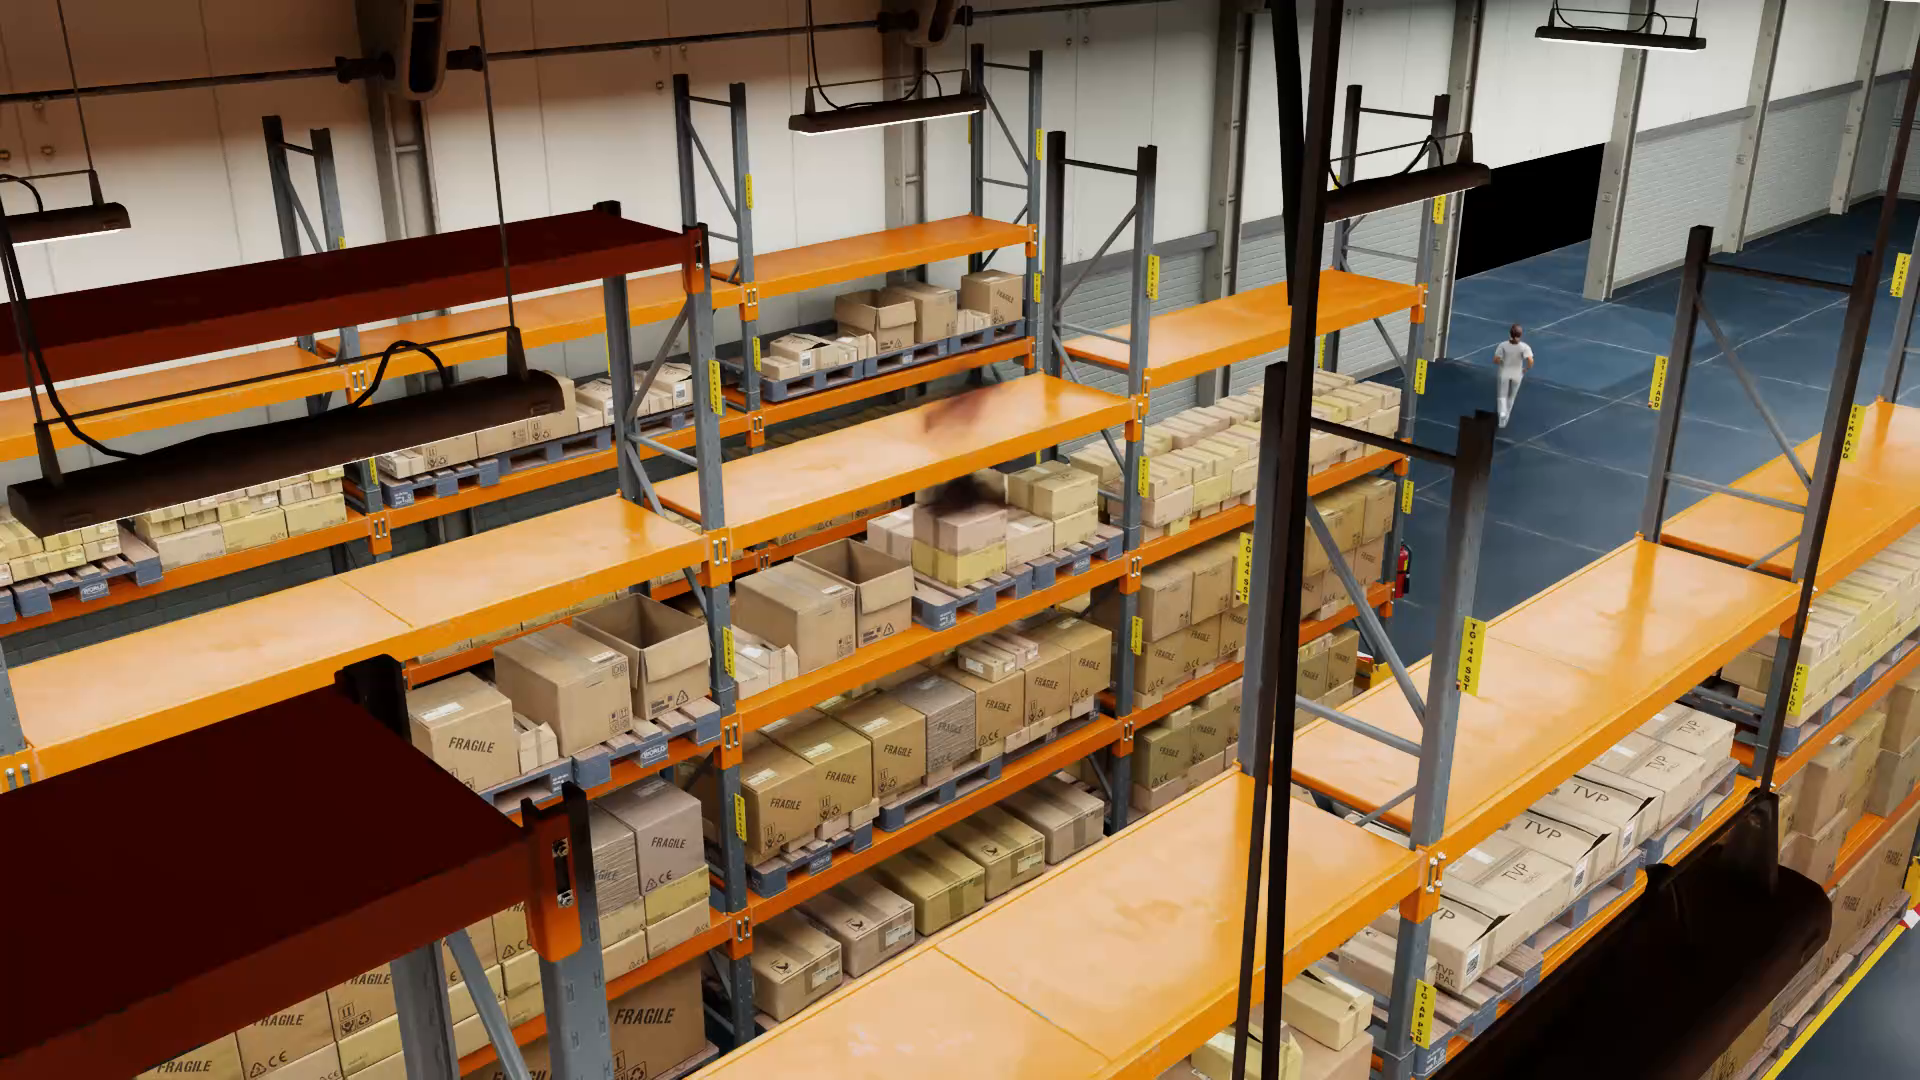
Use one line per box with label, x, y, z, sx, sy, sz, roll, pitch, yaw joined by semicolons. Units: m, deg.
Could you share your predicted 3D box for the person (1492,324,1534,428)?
person;8.089;-2.362;24.445;0.566;1.660;0.818;6;23;13
